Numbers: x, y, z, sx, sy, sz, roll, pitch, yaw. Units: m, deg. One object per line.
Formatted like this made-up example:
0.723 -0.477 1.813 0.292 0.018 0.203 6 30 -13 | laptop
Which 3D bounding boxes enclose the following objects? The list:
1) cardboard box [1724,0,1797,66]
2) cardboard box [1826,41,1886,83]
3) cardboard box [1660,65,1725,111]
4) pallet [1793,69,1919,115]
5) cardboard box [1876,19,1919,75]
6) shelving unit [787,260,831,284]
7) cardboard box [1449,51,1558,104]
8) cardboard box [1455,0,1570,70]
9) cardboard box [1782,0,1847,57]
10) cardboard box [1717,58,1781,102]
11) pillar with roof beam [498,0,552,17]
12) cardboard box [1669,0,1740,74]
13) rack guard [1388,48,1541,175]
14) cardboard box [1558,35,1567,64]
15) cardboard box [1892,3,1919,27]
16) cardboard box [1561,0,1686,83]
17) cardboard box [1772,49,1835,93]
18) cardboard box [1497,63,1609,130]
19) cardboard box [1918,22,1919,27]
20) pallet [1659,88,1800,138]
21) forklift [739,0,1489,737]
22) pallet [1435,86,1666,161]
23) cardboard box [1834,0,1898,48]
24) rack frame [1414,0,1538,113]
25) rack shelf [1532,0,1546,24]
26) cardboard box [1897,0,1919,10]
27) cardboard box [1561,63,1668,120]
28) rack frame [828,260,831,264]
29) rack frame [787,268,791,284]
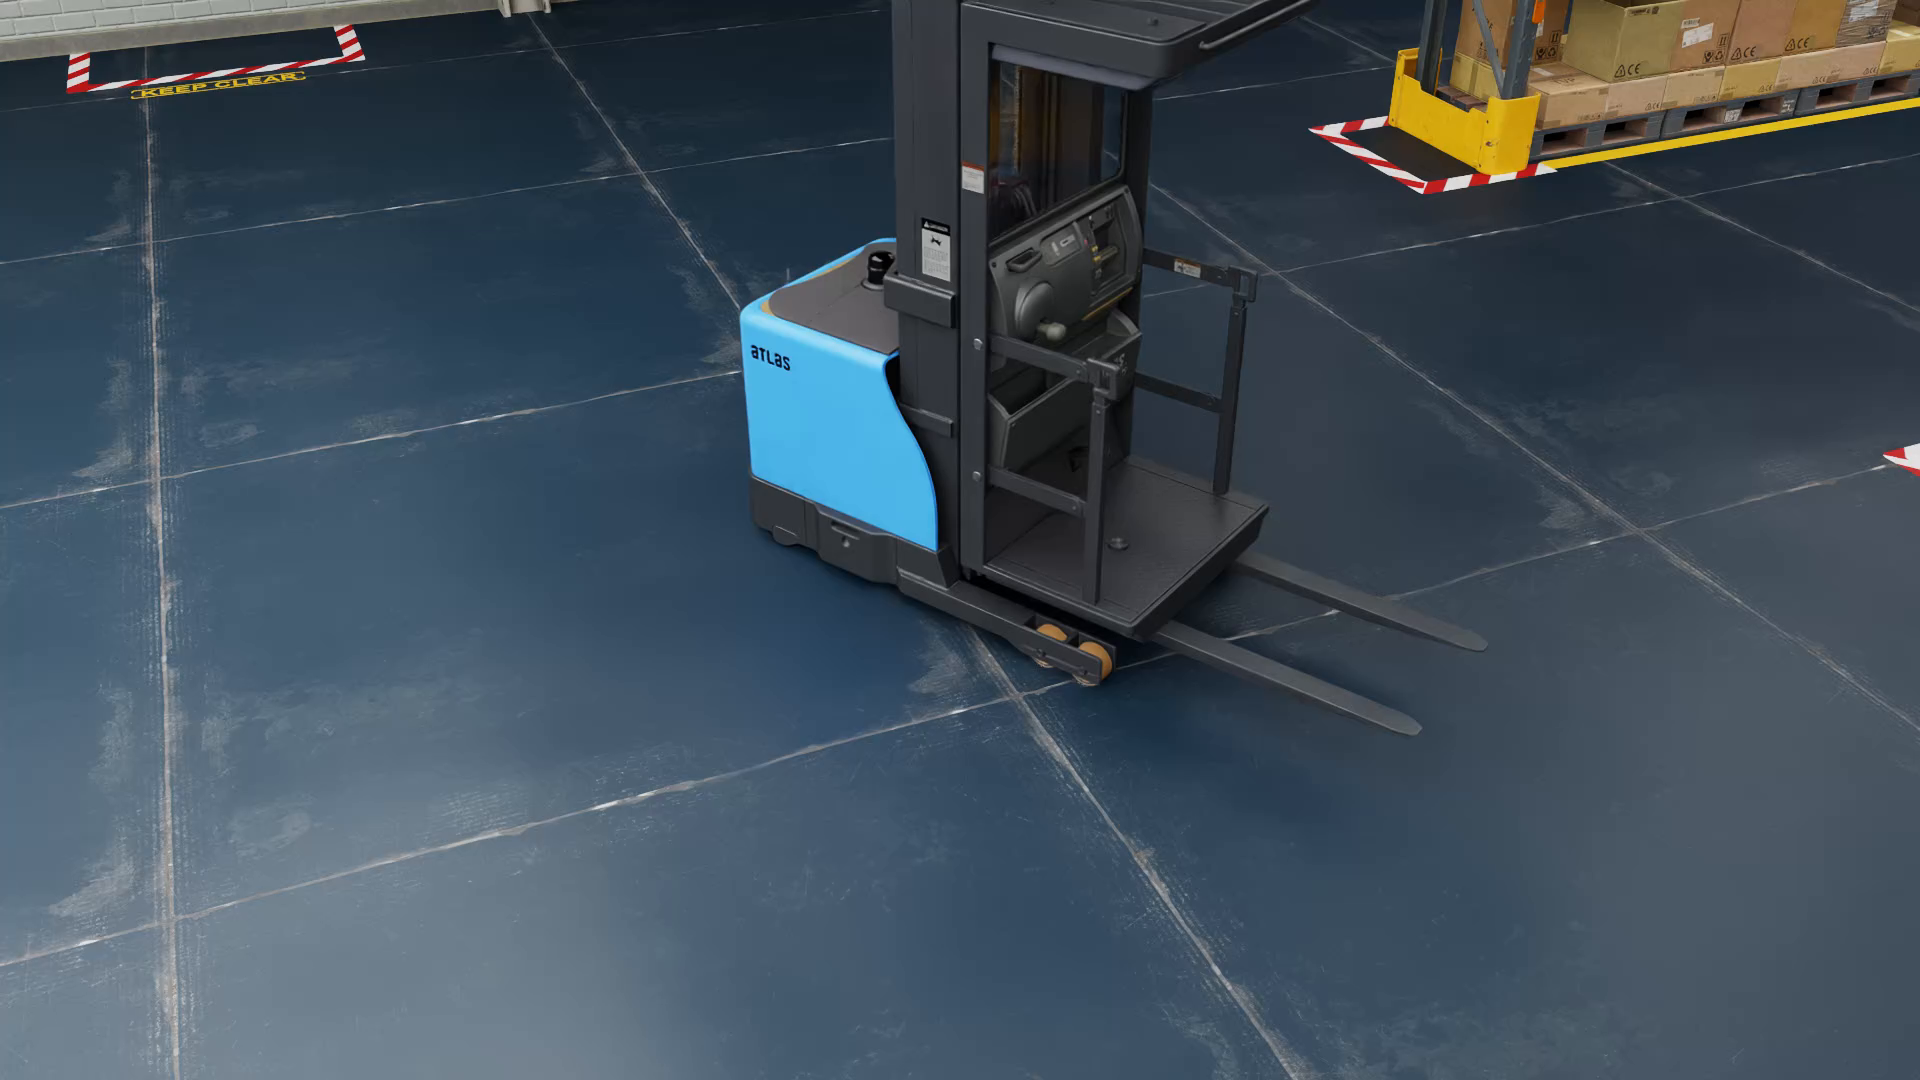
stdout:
5.389 -3.635 11.534 0.500 0.500 0.500 -13 35 -19 | cardboard box
6.304 -3.540 12.076 0.500 0.250 0.500 -13 35 -19 | cardboard box
4.925 -3.218 11.581 0.500 0.250 0.500 -13 35 -19 | cardboard box
6.363 -3.509 12.450 1.213 0.211 1.003 -13 35 -19 | pallet
6.769 -3.640 12.231 0.500 0.250 0.500 -13 35 -19 | cardboard box
-0.633 -0.810 7.669 0.210 0.900 0.258 -16 36 -23 | shelving unit
3.804 -3.266 11.655 0.500 0.250 0.500 -13 35 -19 | cardboard box
3.803 -3.581 11.452 0.500 0.500 0.500 -13 35 -19 | cardboard box
5.844 -3.748 11.708 0.500 0.500 0.500 -13 35 -19 | cardboard box
5.388 -3.321 11.740 0.500 0.250 0.500 -13 35 -19 | cardboard box
-2.052 -6.136 8.430 0.400 9.000 9.100 -13 35 -19 | pillar with roof beam
4.921 -3.538 11.386 0.500 0.500 0.500 -13 35 -19 | cardboard box
3.402 -2.927 11.291 0.348 0.500 1.175 -13 35 -19 | rack guard
4.261 -3.377 11.826 0.500 0.250 0.500 -13 35 -19 | cardboard box
7.382 -4.082 12.909 0.500 0.250 0.500 -13 35 -19 | cardboard box
4.465 -3.426 11.213 0.500 0.500 0.500 -13 35 -19 | cardboard box
5.849 -3.427 11.903 0.500 0.250 0.500 -13 35 -19 | cardboard box
4.005 -3.005 11.254 0.500 0.250 0.500 -13 35 -19 | cardboard box
7.580 -3.809 12.490 0.500 0.250 0.500 -14 35 -20 | cardboard box
5.236 -3.249 12.050 1.213 0.211 1.003 -13 35 -19 | pallet
0.573 -0.998 6.096 3.031 2.935 1.130 22 39 30 | forklift
4.113 -2.994 11.658 1.213 0.211 1.003 -13 35 -19 | pallet
6.304 -3.855 11.873 0.500 0.500 0.500 -13 35 -19 | cardboard box
3.424 -3.980 10.617 0.127 3.000 1.000 -13 35 -19 | rack frame
5.268 -4.101 11.462 4.000 0.370 1.077 -13 35 -19 | rack shelf
7.375 -4.313 12.750 0.500 0.311 0.500 -13 35 -19 | cardboard box
4.464 -3.113 11.419 0.500 0.250 0.500 -13 35 -19 | cardboard box
-0.543 -0.836 7.709 0.006 0.900 0.240 -16 36 -23 | rack frame
-0.723 -0.785 7.629 0.006 0.900 0.240 -16 36 -23 | rack frame
